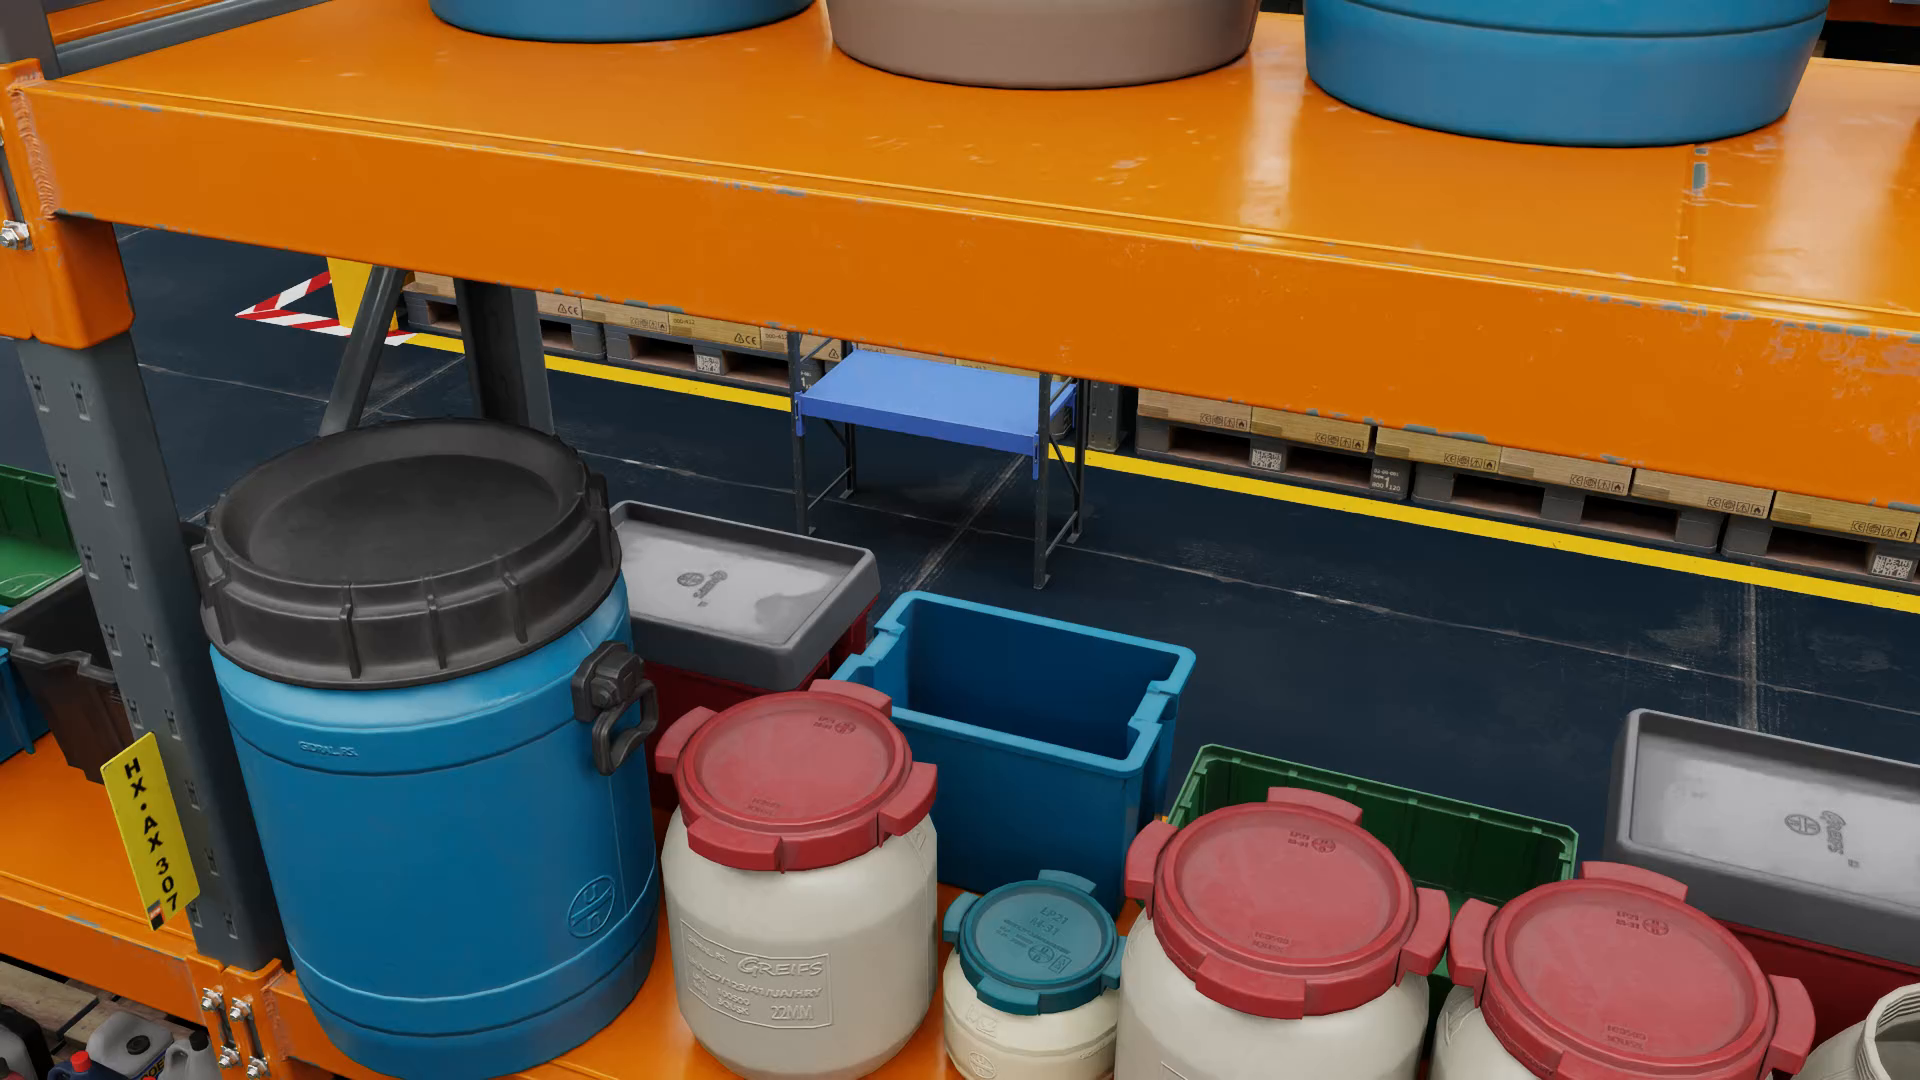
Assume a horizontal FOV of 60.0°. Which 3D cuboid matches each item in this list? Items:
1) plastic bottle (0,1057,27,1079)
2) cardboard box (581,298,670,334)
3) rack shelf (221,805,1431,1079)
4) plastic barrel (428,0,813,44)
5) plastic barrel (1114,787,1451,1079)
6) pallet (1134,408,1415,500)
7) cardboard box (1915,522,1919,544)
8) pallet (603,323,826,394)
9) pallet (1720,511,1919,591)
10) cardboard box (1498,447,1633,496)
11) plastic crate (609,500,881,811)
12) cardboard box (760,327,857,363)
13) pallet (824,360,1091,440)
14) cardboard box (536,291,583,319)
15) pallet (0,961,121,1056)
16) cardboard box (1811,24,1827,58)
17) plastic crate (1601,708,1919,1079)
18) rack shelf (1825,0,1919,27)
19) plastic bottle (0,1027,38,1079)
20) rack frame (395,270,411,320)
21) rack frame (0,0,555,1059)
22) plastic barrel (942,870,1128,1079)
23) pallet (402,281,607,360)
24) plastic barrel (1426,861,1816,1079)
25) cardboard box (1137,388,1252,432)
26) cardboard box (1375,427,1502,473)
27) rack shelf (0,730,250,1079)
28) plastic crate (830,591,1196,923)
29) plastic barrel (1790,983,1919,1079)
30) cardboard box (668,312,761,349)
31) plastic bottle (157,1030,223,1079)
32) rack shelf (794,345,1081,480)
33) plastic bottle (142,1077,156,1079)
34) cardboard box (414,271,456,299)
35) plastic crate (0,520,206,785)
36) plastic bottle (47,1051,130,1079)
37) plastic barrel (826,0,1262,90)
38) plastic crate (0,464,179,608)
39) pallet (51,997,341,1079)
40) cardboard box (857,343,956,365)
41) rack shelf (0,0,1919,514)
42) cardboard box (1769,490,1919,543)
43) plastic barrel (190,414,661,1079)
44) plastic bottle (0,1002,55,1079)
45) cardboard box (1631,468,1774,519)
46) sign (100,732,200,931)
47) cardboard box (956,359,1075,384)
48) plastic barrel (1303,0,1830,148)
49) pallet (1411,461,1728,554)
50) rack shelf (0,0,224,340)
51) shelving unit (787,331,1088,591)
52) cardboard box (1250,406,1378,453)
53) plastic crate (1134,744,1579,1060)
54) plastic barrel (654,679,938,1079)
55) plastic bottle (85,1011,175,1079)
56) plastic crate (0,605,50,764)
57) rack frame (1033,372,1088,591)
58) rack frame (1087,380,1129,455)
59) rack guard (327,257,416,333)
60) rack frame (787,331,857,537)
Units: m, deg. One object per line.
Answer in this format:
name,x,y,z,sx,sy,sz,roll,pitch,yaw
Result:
plastic bottle,-2.098,1.288,3.736,0.133,0.283,0.061,13,32,22
cardboard box,-1.548,-1.268,8.312,0.500,0.250,0.500,11,31,19
rack shelf,0.804,1.015,2.637,4.000,0.370,1.077,11,31,19
plastic barrel,-0.496,-1.197,2.262,0.708,0.901,0.600,11,31,19
plastic barrel,0.435,0.685,2.351,0.433,0.535,0.433,0,29,0
pallet,1.514,-0.594,7.586,1.213,0.211,1.003,11,31,19
cardboard box,3.944,-0.158,6.349,0.500,0.250,0.500,12,32,20
pallet,-1.039,-1.104,8.488,1.213,0.211,1.003,11,31,19
pallet,3.775,-0.142,6.788,1.213,0.211,1.003,11,31,19
cardboard box,2.523,-0.440,6.848,0.500,0.250,0.500,12,32,20
plastic crate,-0.485,0.254,3.188,0.583,0.464,0.402,11,31,19
cardboard box,-0.623,-1.081,7.982,0.500,0.250,0.500,11,31,19
pallet,0.096,-0.879,8.090,1.213,0.211,1.003,11,31,19
cardboard box,-2.012,-1.361,8.476,0.500,0.250,0.500,11,31,19
pallet,-2.790,1.177,4.453,1.213,0.211,1.003,11,31,19
cardboard box,5.191,-3.119,10.551,0.500,0.250,0.500,12,32,20
plastic crate,1.275,0.605,2.566,0.583,0.464,0.402,11,31,19
rack shelf,4.529,-3.502,10.629,4.000,0.370,1.077,11,31,19
plastic bottle,-2.231,1.210,3.805,0.185,0.351,0.144,11,31,19
rack frame,-2.890,-2.666,8.419,0.127,3.000,1.000,11,31,19
rack frame,-1.050,0.333,3.112,0.053,2.616,0.949,11,31,19
plastic barrel,0.120,0.707,2.592,0.301,0.262,0.301,0,29,0
pallet,-2.165,-1.330,8.888,1.213,0.211,1.003,11,31,19
plastic barrel,0.836,0.765,2.210,0.433,0.535,0.433,0,29,0
cardboard box,1.098,-0.725,7.351,0.500,0.250,0.500,11,31,18
cardboard box,2.052,-0.535,7.015,0.500,0.250,0.500,10,31,18
rack shelf,-2.902,0.275,3.947,4.000,0.370,1.077,11,31,19
plastic crate,0.090,0.401,3.009,0.575,0.384,0.392,11,31,19
plastic barrel,1.234,0.852,2.081,0.421,0.512,0.421,0,29,0
cardboard box,-1.087,-1.173,8.145,0.500,0.250,0.500,11,31,19
plastic bottle,-1.700,1.240,3.753,0.185,0.351,0.144,11,31,19
rack shelf,-0.079,-0.512,6.497,1.000,0.185,0.538,11,31,19
plastic bottle,-1.754,1.305,3.637,0.185,0.351,0.144,10,31,18
cardboard box,-2.476,-1.451,8.637,0.500,0.250,0.500,11,31,19
plastic crate,-1.486,0.204,3.404,0.504,0.338,0.767,11,31,19
plastic bottle,-1.932,1.270,3.700,0.185,0.351,0.144,10,31,17
plastic barrel,0.110,-1.076,2.048,0.600,0.901,0.600,0,29,0
plastic crate,-2.201,0.044,3.839,0.662,0.188,0.450,11,31,19
pallet,-1.655,1.402,4.055,1.213,0.211,1.003,11,31,19
cardboard box,-0.155,-0.995,7.830,0.500,0.250,0.500,11,31,19
rack shelf,0.804,-0.291,1.899,4.000,0.370,1.077,11,31,19
cardboard box,3.465,-0.252,6.515,0.500,0.250,0.500,11,31,19
plastic barrel,-0.805,0.323,2.621,0.708,0.901,0.600,11,31,19
plastic bottle,-2.216,1.188,3.913,0.133,0.283,0.061,11,31,19
cardboard box,3.000,-0.346,6.682,0.500,0.250,0.500,12,32,20
sign,-1.266,0.460,2.607,0.005,0.325,0.100,11,31,19
cardboard box,0.305,-0.898,7.658,0.500,0.250,0.500,11,31,19
plastic barrel,0.716,-0.955,1.834,0.708,0.901,0.600,11,31,19
pallet,2.649,-0.369,7.188,1.213,0.211,1.003,11,31,19
rack shelf,-2.902,-1.031,3.209,4.000,0.370,1.077,11,31,19
shelving unit,-0.079,-0.669,6.409,1.048,1.500,0.538,11,31,19
cardboard box,1.571,-0.629,7.183,0.500,0.250,0.500,12,32,20
plastic crate,0.671,0.617,2.825,0.662,0.188,0.450,11,31,19
plastic barrel,-0.245,0.549,2.592,0.433,0.535,0.433,0,29,0
plastic bottle,-1.899,1.230,3.846,0.135,0.276,0.152,11,31,19
plastic crate,-2.176,0.315,3.295,0.616,0.251,0.499,11,31,19
rack frame,0.392,-0.575,6.242,0.032,1.500,0.500,11,31,19
rack frame,0.817,-1.926,7.110,0.127,3.000,1.000,11,31,19
rack guard,-2.912,-1.583,9.042,0.348,0.500,1.175,11,31,19
rack frame,-0.550,-0.763,6.575,0.032,1.500,0.500,11,31,19
